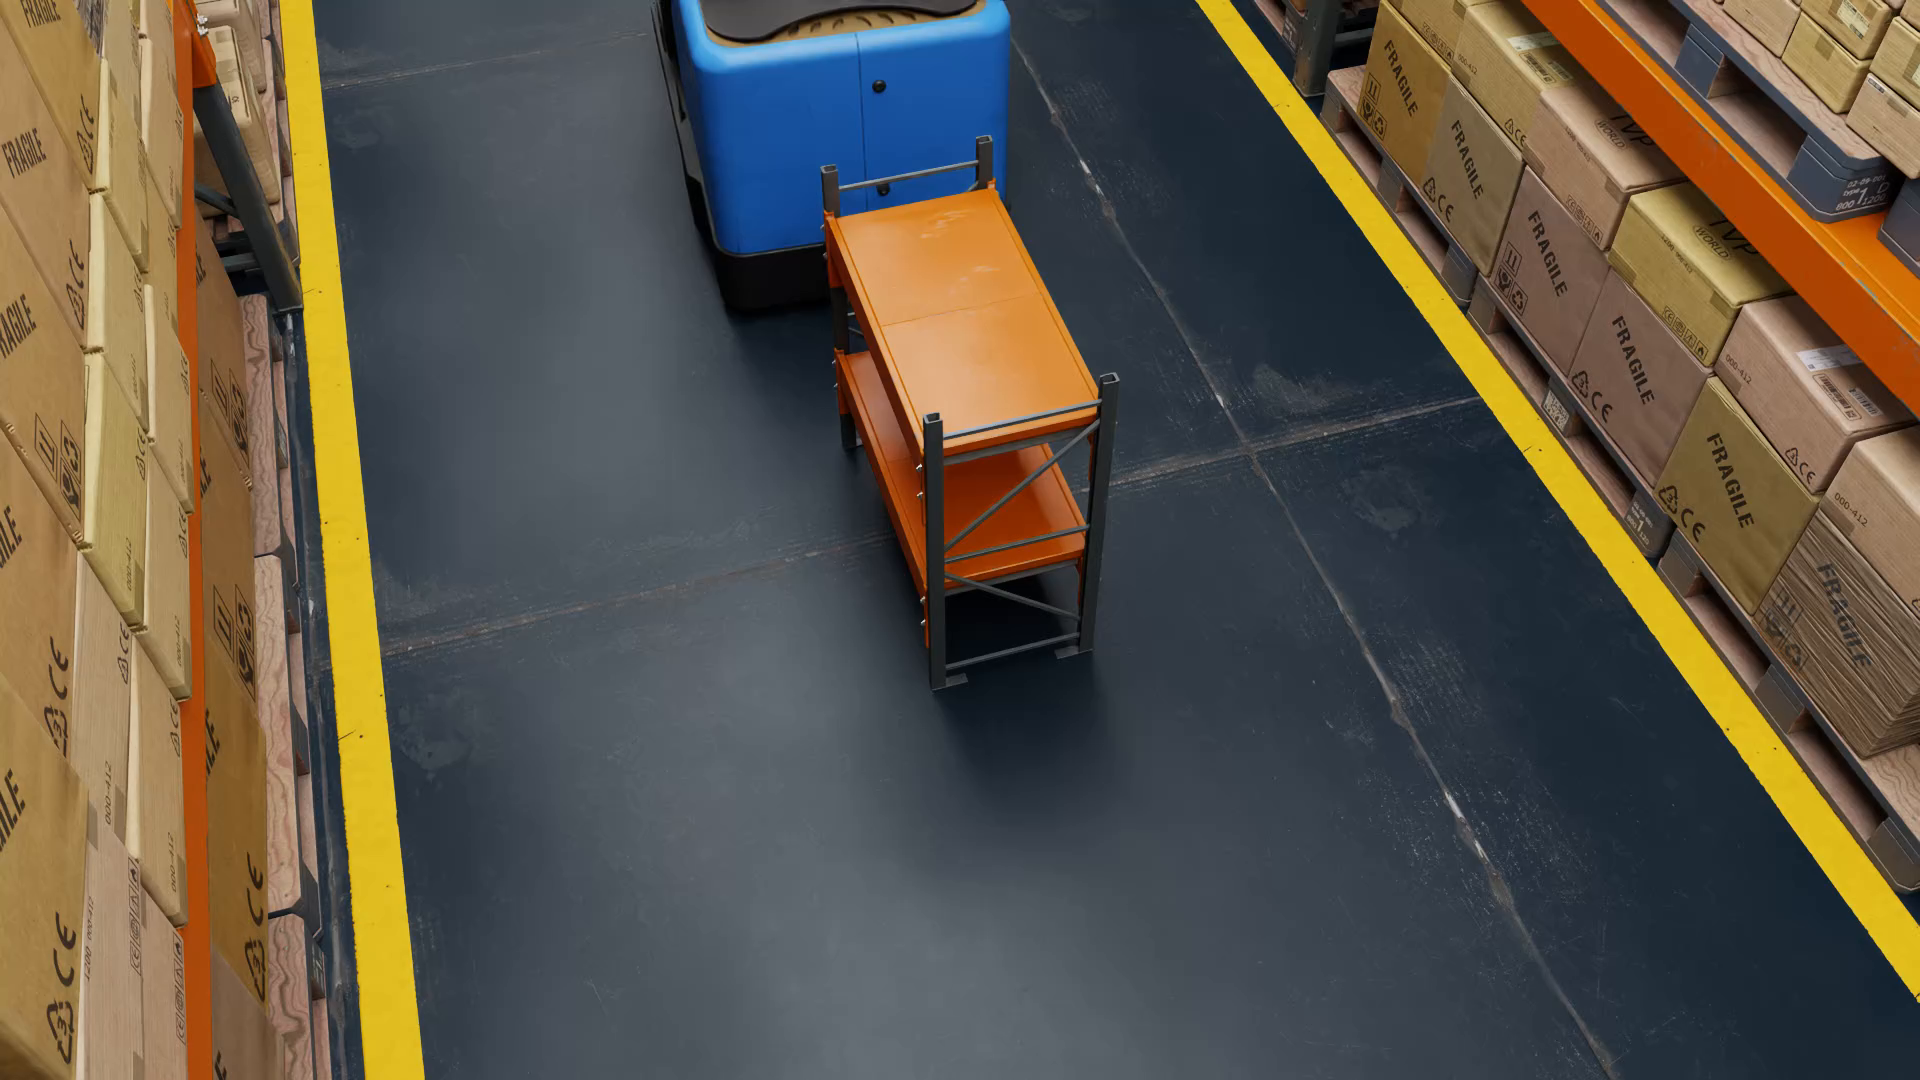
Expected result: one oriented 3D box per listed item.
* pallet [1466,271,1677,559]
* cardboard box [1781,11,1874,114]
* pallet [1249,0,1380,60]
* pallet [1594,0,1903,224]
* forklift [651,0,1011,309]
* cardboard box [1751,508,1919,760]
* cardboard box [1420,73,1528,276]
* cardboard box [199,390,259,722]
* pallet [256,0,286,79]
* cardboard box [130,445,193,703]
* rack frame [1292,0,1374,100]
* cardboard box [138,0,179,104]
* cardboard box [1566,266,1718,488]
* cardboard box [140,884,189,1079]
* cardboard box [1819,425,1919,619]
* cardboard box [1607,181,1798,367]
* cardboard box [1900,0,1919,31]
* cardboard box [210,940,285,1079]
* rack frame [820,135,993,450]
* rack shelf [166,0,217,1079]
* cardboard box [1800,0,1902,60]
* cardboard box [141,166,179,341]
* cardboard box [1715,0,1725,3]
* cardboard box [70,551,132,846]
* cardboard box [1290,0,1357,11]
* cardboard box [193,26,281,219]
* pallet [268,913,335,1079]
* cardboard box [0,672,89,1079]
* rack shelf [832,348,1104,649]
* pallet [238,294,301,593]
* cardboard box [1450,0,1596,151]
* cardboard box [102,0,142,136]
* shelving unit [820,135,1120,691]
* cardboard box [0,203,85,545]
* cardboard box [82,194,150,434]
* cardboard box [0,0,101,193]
[{"bbox_3d":[2.446,-0.554,5.579,1.003,0.211,1.213,-13,51,-11],"label":"pallet"},{"bbox_3d":[2.347,-1.242,4.225,0.380,0.149,0.250,-11,51,-9],"label":"cardboard box"},{"bbox_3d":[1.698,-2.607,7.310,1.003,0.211,1.213,-13,51,-11],"label":"pallet"},{"bbox_3d":[2.483,-1.415,4.606,1.003,0.211,1.213,-13,51,-11],"label":"pallet"},{"bbox_3d":[-0.664,-2.911,5.787,1.130,2.935,3.031,-10,51,-9],"label":"forklift"},{"bbox_3d":[2.582,0.195,4.484,0.500,0.500,0.500,-14,51,-12],"label":"cardboard box"},{"bbox_3d":[1.976,-1.302,5.746,0.500,0.500,0.500,-13,51,-11],"label":"cardboard box"},{"bbox_3d":[-2.455,0.005,4.399,0.875,0.875,0.875,-13,51,-11],"label":"cardboard box"},{"bbox_3d":[-3.427,-2.282,7.036,1.003,0.211,1.213,-13,51,-11],"label":"pallet"},{"bbox_3d":[-1.826,0.113,3.291,0.500,0.250,0.500,-14,51,-11],"label":"cardboard box"},{"bbox_3d":[1.859,-2.913,5.744,1.000,3.000,0.127,-13,51,-11],"label":"rack frame"},{"bbox_3d":[-2.442,-1.361,4.534,0.500,0.250,0.500,-15,51,-12],"label":"cardboard box"},{"bbox_3d":[2.283,-0.556,5.117,0.500,0.500,0.500,-14,51,-12],"label":"cardboard box"},{"bbox_3d":[-1.535,0.868,2.654,0.500,0.250,0.500,-14,51,-12],"label":"cardboard box"},{"bbox_3d":[2.580,-0.050,4.200,0.500,0.250,0.500,-15,51,-12],"label":"cardboard box"},{"bbox_3d":[2.271,-0.811,4.842,0.500,0.250,0.500,-15,52,-13],"label":"cardboard box"},{"bbox_3d":[2.435,-1.244,3.838,0.380,0.149,0.250,-15,51,-12],"label":"cardboard box"},{"bbox_3d":[-1.917,1.316,3.294,0.875,0.875,0.875,-12,51,-10],"label":"cardboard box"},{"bbox_3d":[-0.148,-0.729,5.129,0.500,1.125,0.032,-13,51,-11],"label":"rack frame"},{"bbox_3d":[-2.248,-0.028,3.782,1.077,0.370,4.000,-13,51,-11],"label":"rack shelf"},{"bbox_3d":[2.342,-1.350,4.121,0.380,0.149,0.250,-13,51,-11],"label":"cardboard box"},{"bbox_3d":[-2.143,-0.620,3.909,0.500,0.250,0.500,-14,51,-11],"label":"cardboard box"},{"bbox_3d":[2.192,-1.627,4.550,0.380,0.149,0.250,-13,51,-10],"label":"cardboard box"},{"bbox_3d":[-1.699,0.329,2.782,0.500,0.250,0.500,-13,51,-10],"label":"cardboard box"},{"bbox_3d":[1.765,-2.789,6.836,1.050,0.750,0.750,-14,51,-11],"label":"cardboard box"},{"bbox_3d":[-2.997,-1.424,5.932,0.950,0.372,0.625,-16,52,-13],"label":"cardboard box"},{"bbox_3d":[-1.957,1.553,3.802,1.003,0.211,1.213,-13,51,-11],"label":"pallet"},{"bbox_3d":[-1.512,0.460,2.181,0.500,0.500,0.500,-13,51,-11],"label":"cardboard box"},{"bbox_3d":[0.002,-0.200,5.003,0.538,0.278,1.000,-13,51,-11],"label":"rack shelf"},{"bbox_3d":[-2.679,-0.229,5.305,1.003,0.211,1.213,-13,51,-11],"label":"pallet"},{"bbox_3d":[1.982,-1.556,5.470,0.500,0.250,0.500,-14,51,-11],"label":"cardboard box"},{"bbox_3d":[-2.299,-1.163,4.040,0.500,0.250,0.500,-14,51,-12],"label":"cardboard box"},{"bbox_3d":[0.002,-0.358,4.816,0.538,1.125,1.048,-13,51,-11],"label":"shelving unit"},{"bbox_3d":[-1.835,-0.272,2.798,0.500,0.500,0.500,-14,51,-12],"label":"cardboard box"},{"bbox_3d":[-1.974,-0.415,3.409,0.500,0.250,0.500,-15,51,-12],"label":"cardboard box"},{"bbox_3d":[-2.137,-1.019,3.428,0.500,0.500,0.500,-13,51,-11],"label":"cardboard box"}]
